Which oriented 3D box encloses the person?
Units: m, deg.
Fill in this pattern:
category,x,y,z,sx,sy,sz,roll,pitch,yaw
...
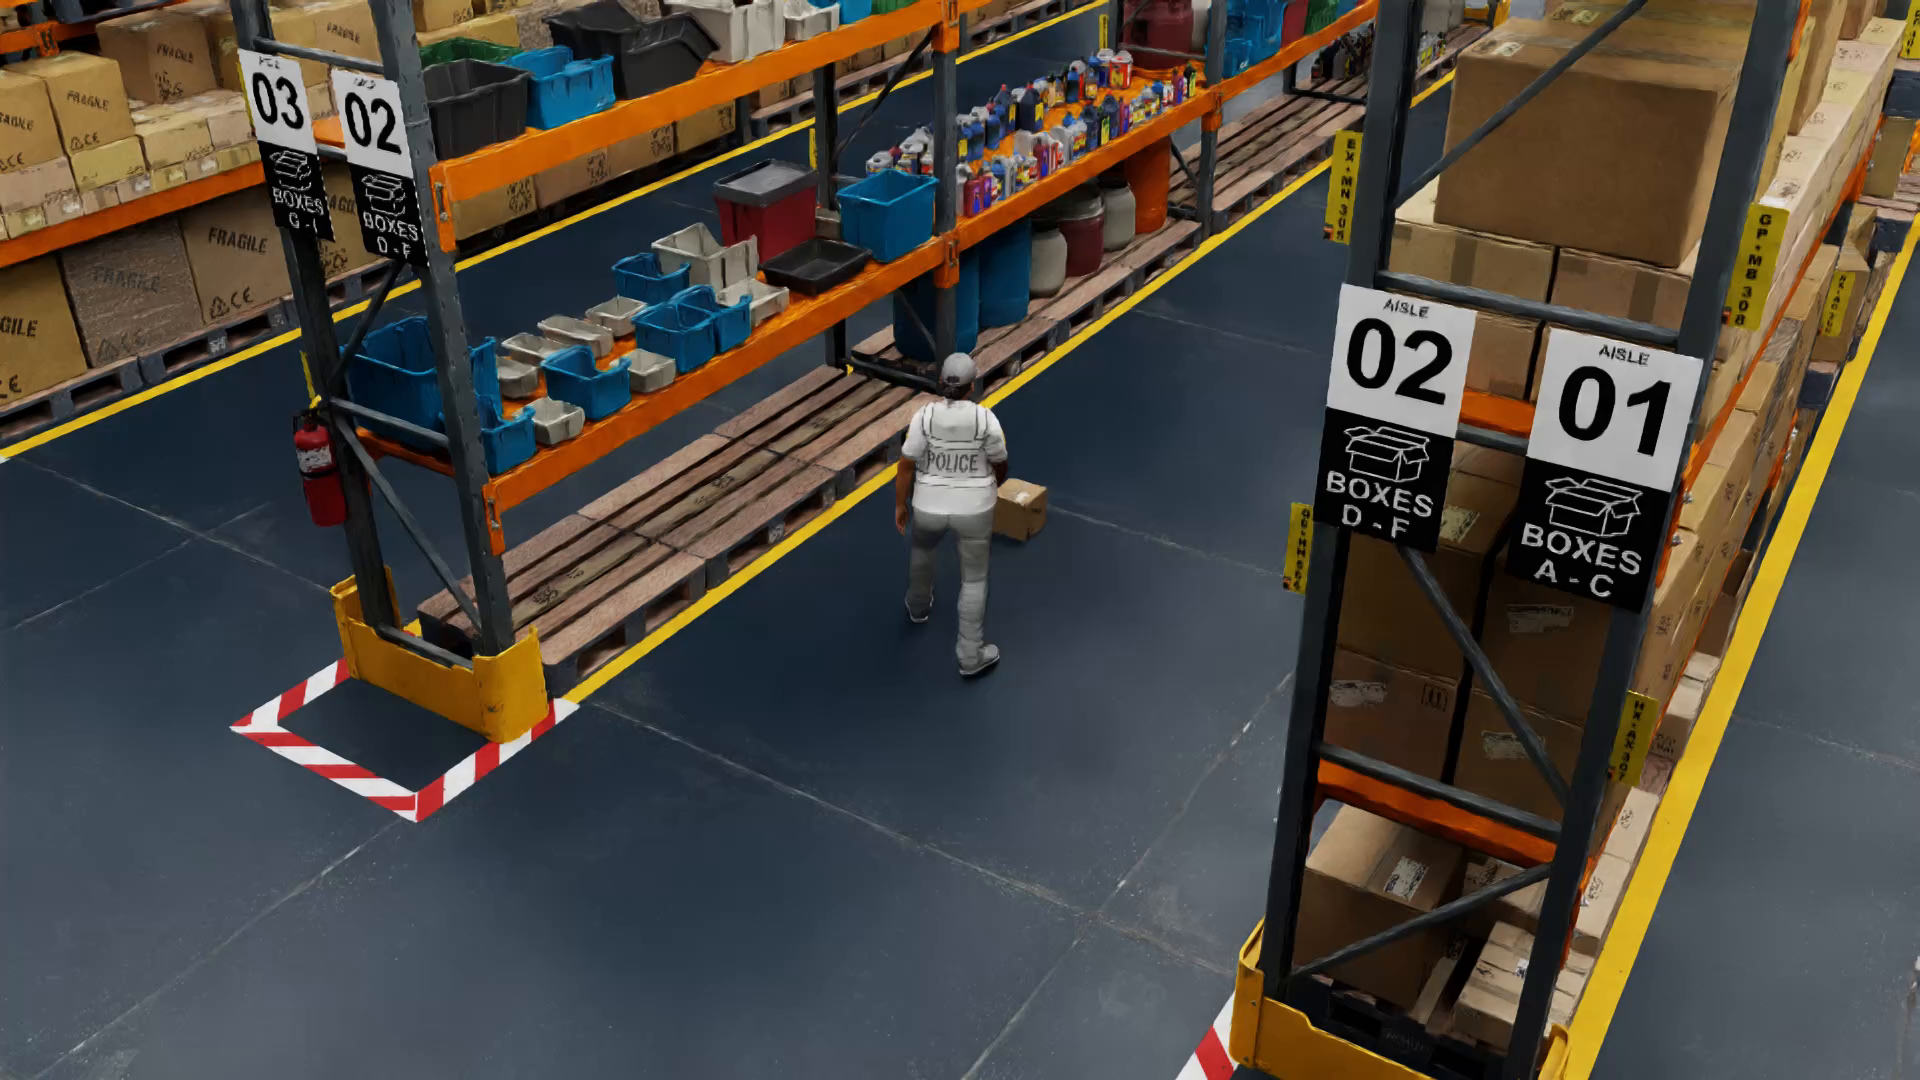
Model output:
category,x,y,z,sx,sy,sz,roll,pitch,yaw
person,-0.060,-0.181,8.507,0.612,1.615,0.751,6,31,10
